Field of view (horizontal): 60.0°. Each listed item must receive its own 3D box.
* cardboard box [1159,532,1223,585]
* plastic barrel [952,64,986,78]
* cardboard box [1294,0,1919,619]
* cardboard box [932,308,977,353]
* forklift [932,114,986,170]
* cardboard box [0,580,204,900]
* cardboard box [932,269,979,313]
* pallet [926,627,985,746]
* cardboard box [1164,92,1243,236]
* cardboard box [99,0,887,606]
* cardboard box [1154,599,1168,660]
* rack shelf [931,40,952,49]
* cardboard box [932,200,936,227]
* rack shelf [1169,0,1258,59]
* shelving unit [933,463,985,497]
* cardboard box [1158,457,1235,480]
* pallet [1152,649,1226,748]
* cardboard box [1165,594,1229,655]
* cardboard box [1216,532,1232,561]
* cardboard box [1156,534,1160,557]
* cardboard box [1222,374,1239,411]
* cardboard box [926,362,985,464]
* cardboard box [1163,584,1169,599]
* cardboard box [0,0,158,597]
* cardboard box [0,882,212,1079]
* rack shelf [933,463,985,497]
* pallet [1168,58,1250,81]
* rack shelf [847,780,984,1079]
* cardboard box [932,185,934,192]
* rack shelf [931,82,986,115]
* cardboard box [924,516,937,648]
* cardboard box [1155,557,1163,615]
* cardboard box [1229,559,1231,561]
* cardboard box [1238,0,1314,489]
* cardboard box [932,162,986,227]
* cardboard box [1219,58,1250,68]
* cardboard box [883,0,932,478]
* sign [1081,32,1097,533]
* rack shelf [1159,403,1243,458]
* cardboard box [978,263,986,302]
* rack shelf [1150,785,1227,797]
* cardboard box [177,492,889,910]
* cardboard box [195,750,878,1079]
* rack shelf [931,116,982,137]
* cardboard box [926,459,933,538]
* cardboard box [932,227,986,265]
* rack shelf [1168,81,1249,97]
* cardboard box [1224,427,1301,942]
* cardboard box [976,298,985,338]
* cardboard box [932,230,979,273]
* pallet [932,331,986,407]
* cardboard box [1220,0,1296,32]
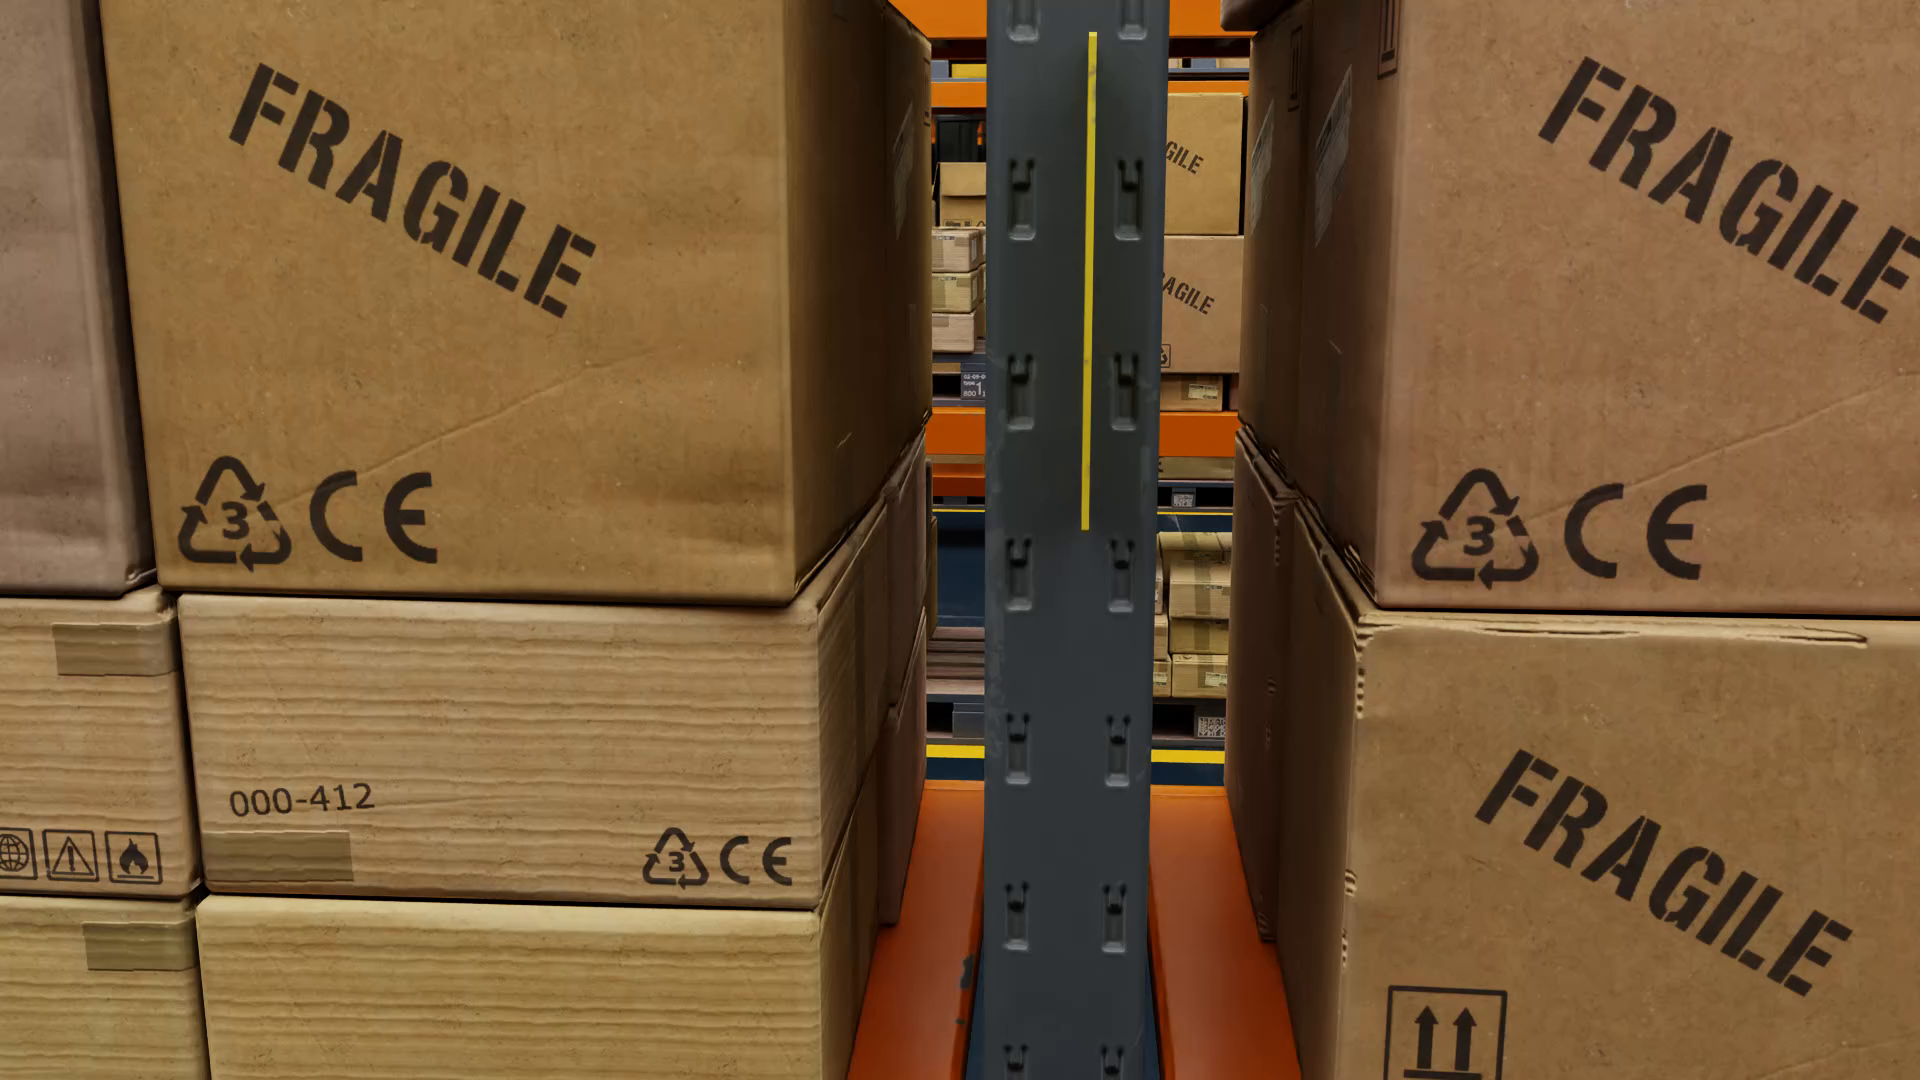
[{"bbox_3d":[0.974,0.077,7.060,0.250,0.149,0.380,1,12,4],"label":"cardboard box"},{"bbox_3d":[0.183,-4.530,15.786,0.600,0.588,0.600,0,12,0],"label":"plastic barrel"},{"bbox_3d":[0.573,-0.239,1.398,0.500,0.500,0.500,1,12,4],"label":"cardboard box"},{"bbox_3d":[-0.065,-0.817,6.435,0.250,0.149,0.380,1,12,2],"label":"cardboard box"},{"bbox_3d":[-0.258,-2.338,14.287,3.031,2.935,1.130,8,14,33],"label":"forklift"},{"bbox_3d":[-0.841,0.110,1.560,0.500,0.250,0.500,1,12,5],"label":"cardboard box"},{"bbox_3d":[-0.066,-0.963,6.405,0.250,0.149,0.380,1,12,5],"label":"cardboard box"},{"bbox_3d":[-0.433,0.585,6.954,1.213,0.211,1.003,1,12,4],"label":"pallet"},{"bbox_3d":[0.778,-1.397,6.209,0.500,0.500,0.500,1,12,5],"label":"cardboard box"},{"bbox_3d":[-0.348,-0.250,1.450,0.500,0.500,0.500,1,12,6],"label":"cardboard box"},{"bbox_3d":[0.685,0.345,6.502,0.250,0.149,0.380,1,12,6],"label":"cardboard box"},{"bbox_3d":[-1.651,-2.008,6.497,3.809,0.124,0.919,1,12,4],"label":"rack shelf"},{"bbox_3d":[-0.325,-4.071,21.133,0.500,0.500,0.700,-2,12,-11],"label":"cardboard box"},{"bbox_3d":[2.340,-1.858,6.255,4.000,0.370,1.077,1,12,4],"label":"rack shelf"},{"bbox_3d":[0.007,-0.550,10.152,1.048,1.125,0.538,1,12,4],"label":"shelving unit"},{"bbox_3d":[1.430,-0.921,11.510,0.875,0.875,0.875,1,12,4],"label":"cardboard box"},{"bbox_3d":[1.017,0.598,6.896,1.213,0.211,1.003,1,12,4],"label":"pallet"},{"bbox_3d":[0.943,0.330,6.573,0.250,0.149,0.380,1,12,4],"label":"cardboard box"},{"bbox_3d":[1.223,0.078,7.051,0.250,0.149,0.380,1,12,3],"label":"cardboard box"},{"bbox_3d":[0.717,0.081,7.038,0.250,0.149,0.380,1,12,5],"label":"cardboard box"},{"bbox_3d":[1.137,-0.594,6.397,0.250,0.149,0.380,0,12,1],"label":"cardboard box"},{"bbox_3d":[0.137,-0.951,11.654,0.875,0.875,1.225,1,12,4],"label":"cardboard box"},{"bbox_3d":[0.951,0.216,7.122,0.250,0.149,0.380,0,12,1],"label":"cardboard box"},{"bbox_3d":[-0.865,-0.255,1.477,0.500,0.500,0.500,1,12,5],"label":"cardboard box"},{"bbox_3d":[-0.858,0.355,1.611,0.500,0.250,0.500,1,12,3],"label":"cardboard box"},{"bbox_3d":[0.007,-0.311,10.203,1.000,0.278,0.538,1,12,4],"label":"rack shelf"},{"bbox_3d":[1.592,-3.193,11.095,1.213,0.211,1.003,1,12,4],"label":"pallet"},{"bbox_3d":[-1.881,0.568,1.983,4.000,0.370,1.077,1,12,4],"label":"rack shelf"},{"bbox_3d":[-0.241,-5.365,25.740,0.500,0.250,0.500,1,12,3],"label":"cardboard box"},{"bbox_3d":[-1.219,-2.925,11.354,4.000,0.370,1.077,1,12,4],"label":"rack shelf"},{"bbox_3d":[-0.375,0.184,7.140,0.500,0.500,0.500,1,12,6],"label":"cardboard box"},{"bbox_3d":[0.674,0.176,6.583,0.250,0.149,0.380,1,12,6],"label":"cardboard box"},{"bbox_3d":[1.201,0.186,6.538,0.250,0.149,0.380,1,12,3],"label":"cardboard box"},{"bbox_3d":[0.604,-0.345,1.905,0.500,0.500,0.500,1,12,3],"label":"cardboard box"},{"bbox_3d":[0.139,-2.328,11.378,0.637,0.503,0.797,0,12,2],"label":"cardboard box"},{"bbox_3d":[3.428,-5.795,20.635,0.500,0.500,0.700,1,12,4],"label":"cardboard box"},{"bbox_3d":[-0.305,-0.360,1.975,0.500,0.500,0.500,1,12,4],"label":"cardboard box"},{"bbox_3d":[0.088,-0.174,1.137,0.005,0.325,0.100,1,12,4],"label":"sign"},{"bbox_3d":[2.506,-1.610,8.795,4.006,1.845,5.958,1,12,4],"label":"rack shelf"},{"bbox_3d":[-0.018,-1.097,7.047,0.250,0.149,0.380,1,12,5],"label":"cardboard box"},{"bbox_3d":[2.110,0.623,1.721,4.000,0.370,1.077,1,12,4],"label":"rack shelf"},{"bbox_3d":[-0.342,0.116,1.534,0.500,0.250,0.500,1,12,4],"label":"cardboard box"},{"bbox_3d":[-0.350,0.362,1.577,0.500,0.250,0.500,1,12,2],"label":"cardboard box"},{"bbox_3d":[-0.888,-3.936,16.191,4.000,0.370,1.077,1,12,4],"label":"rack shelf"},{"bbox_3d":[-0.375,-0.182,7.062,0.500,0.250,0.500,0,12,1],"label":"cardboard box"},{"bbox_3d":[-0.018,-1.242,7.016,0.250,0.149,0.380,1,12,7],"label":"cardboard box"},{"bbox_3d":[2.772,-2.870,11.093,4.000,0.370,1.077,1,12,4],"label":"rack shelf"},{"bbox_3d":[0.594,0.149,1.988,0.500,0.500,0.500,1,12,4],"label":"cardboard box"},{"bbox_3d":[-0.018,-0.951,7.077,0.250,0.149,0.380,0,12,1],"label":"cardboard box"},{"bbox_3d":[-0.069,-1.109,6.377,0.250,0.149,0.380,1,12,6],"label":"cardboard box"},{"bbox_3d":[-0.409,-0.716,6.831,1.213,0.211,1.003,1,12,4],"label":"pallet"},{"bbox_3d":[0.443,-0.673,1.890,0.250,0.149,0.380,1,12,3],"label":"cardboard box"}]
